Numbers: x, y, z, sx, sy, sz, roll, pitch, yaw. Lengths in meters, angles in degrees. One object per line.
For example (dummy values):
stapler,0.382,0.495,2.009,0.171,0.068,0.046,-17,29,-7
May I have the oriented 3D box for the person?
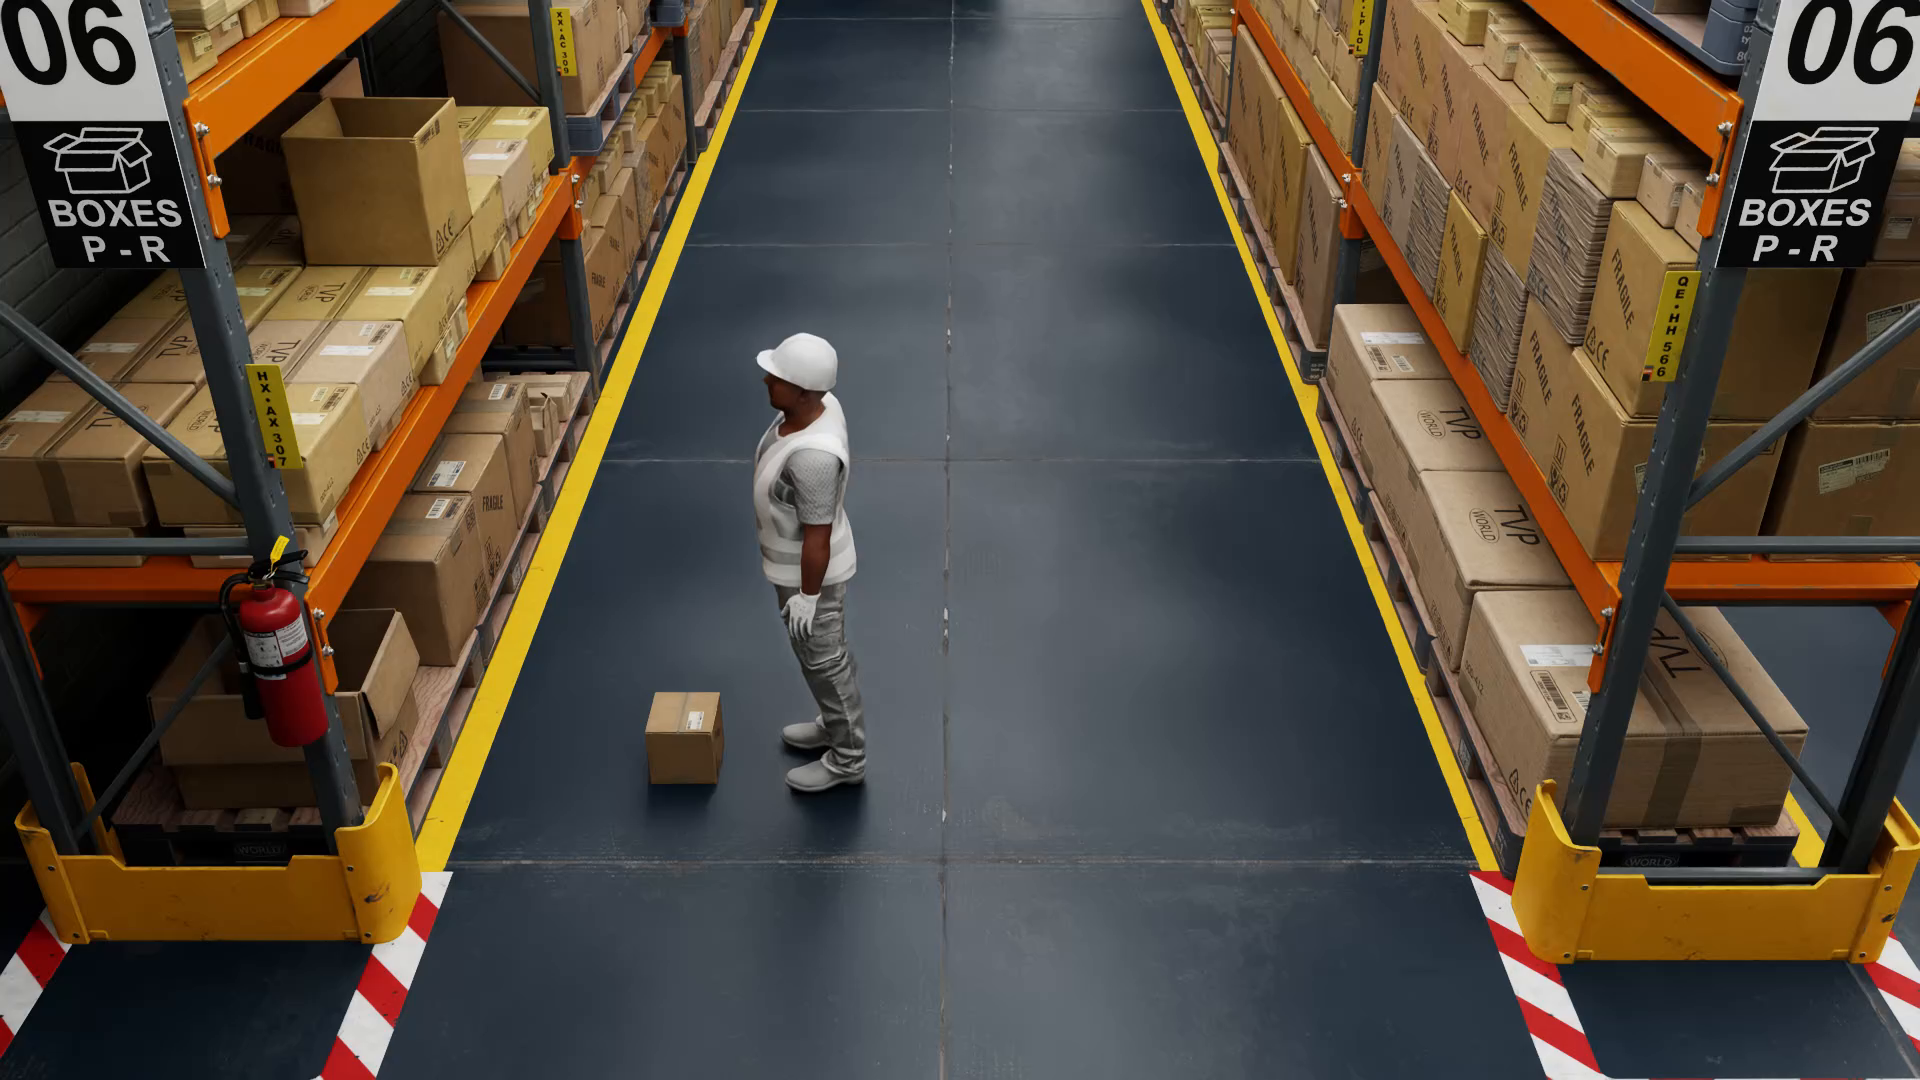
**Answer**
person,-0.539,0.081,5.940,0.357,1.782,0.562,-3,31,-4
